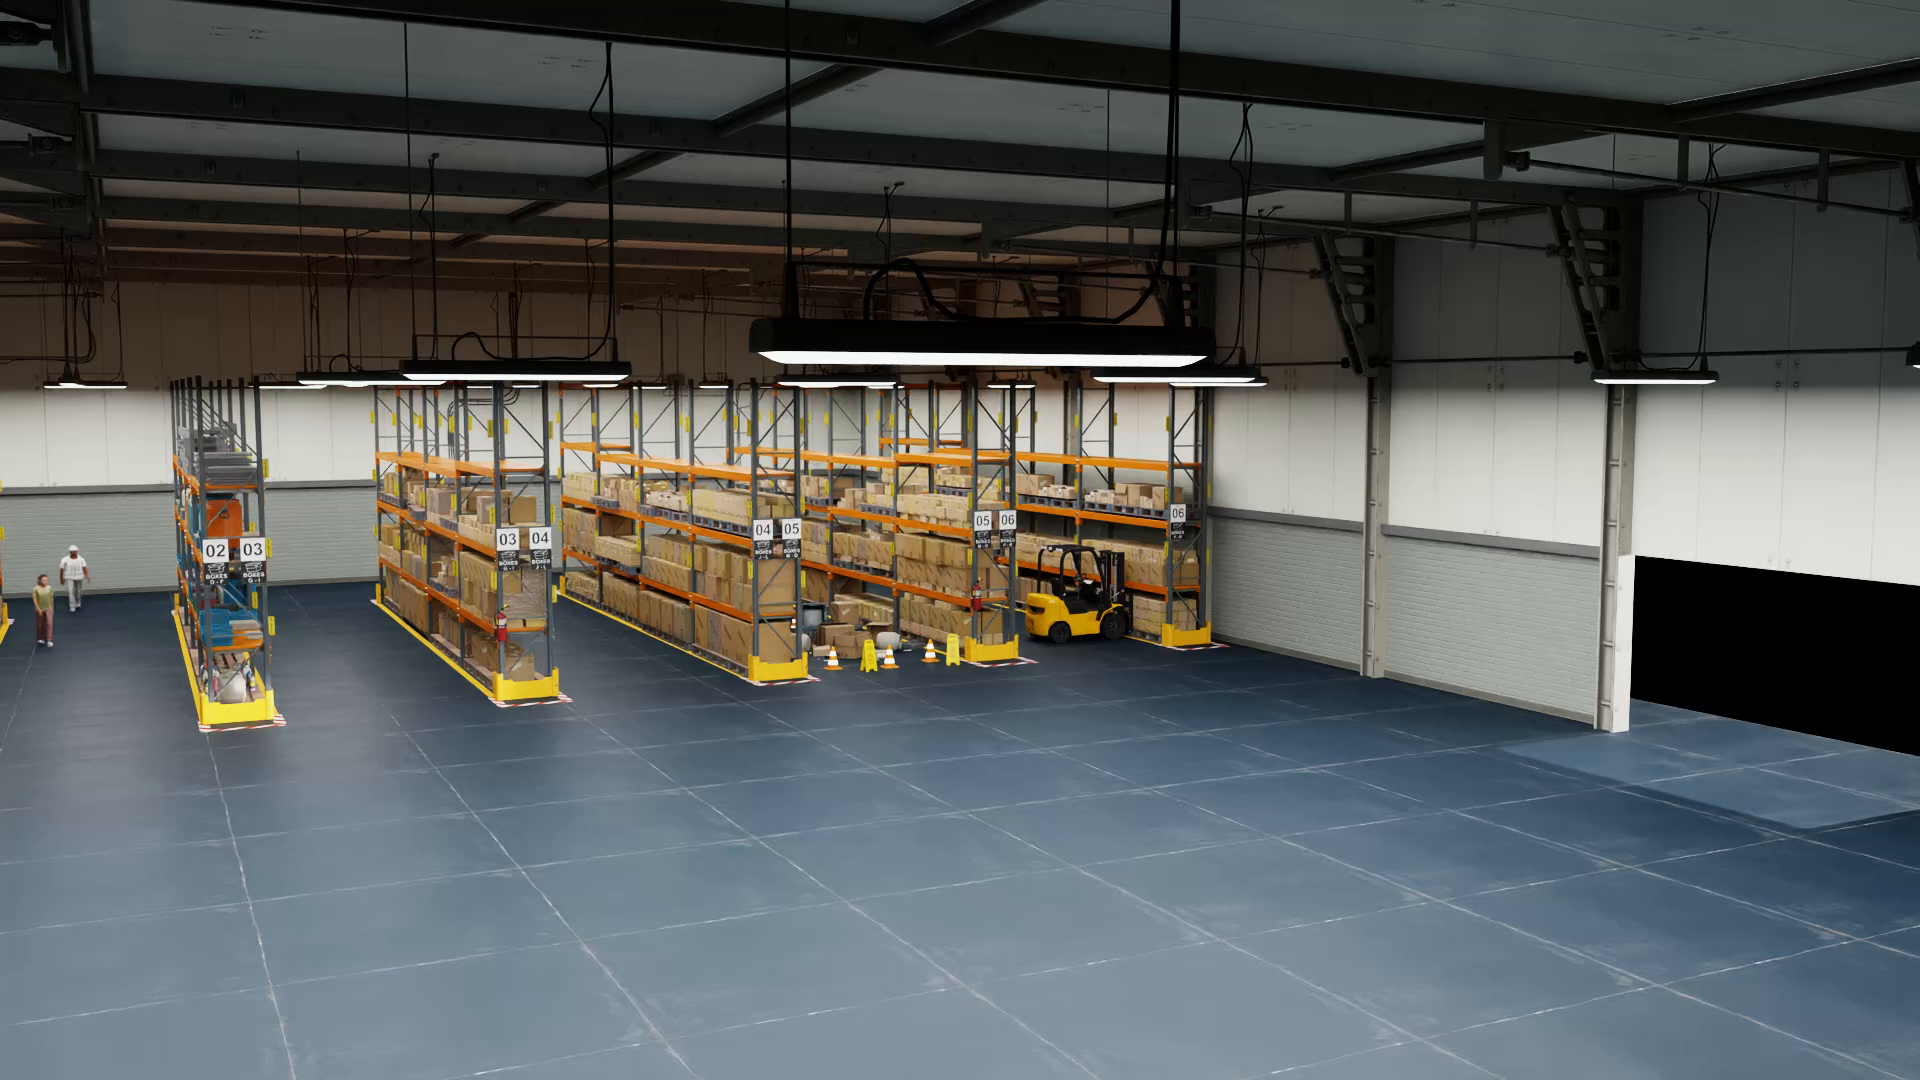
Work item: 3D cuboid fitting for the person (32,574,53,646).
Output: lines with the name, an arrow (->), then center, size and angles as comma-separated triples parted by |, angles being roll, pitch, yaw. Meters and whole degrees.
person -> -20.663, 1.571, 37.521 | 0.448, 1.605, 1.010 | -4, 7, -39

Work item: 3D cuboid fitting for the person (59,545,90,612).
person -> -23.137, 0.993, 43.453 | 0.683, 1.709, 1.081 | -3, 6, -29

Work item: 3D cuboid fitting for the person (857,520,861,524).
person -> -3.152, 0.224, 52.635 | 0.561, 1.720, 0.509 | 4, 7, 39
